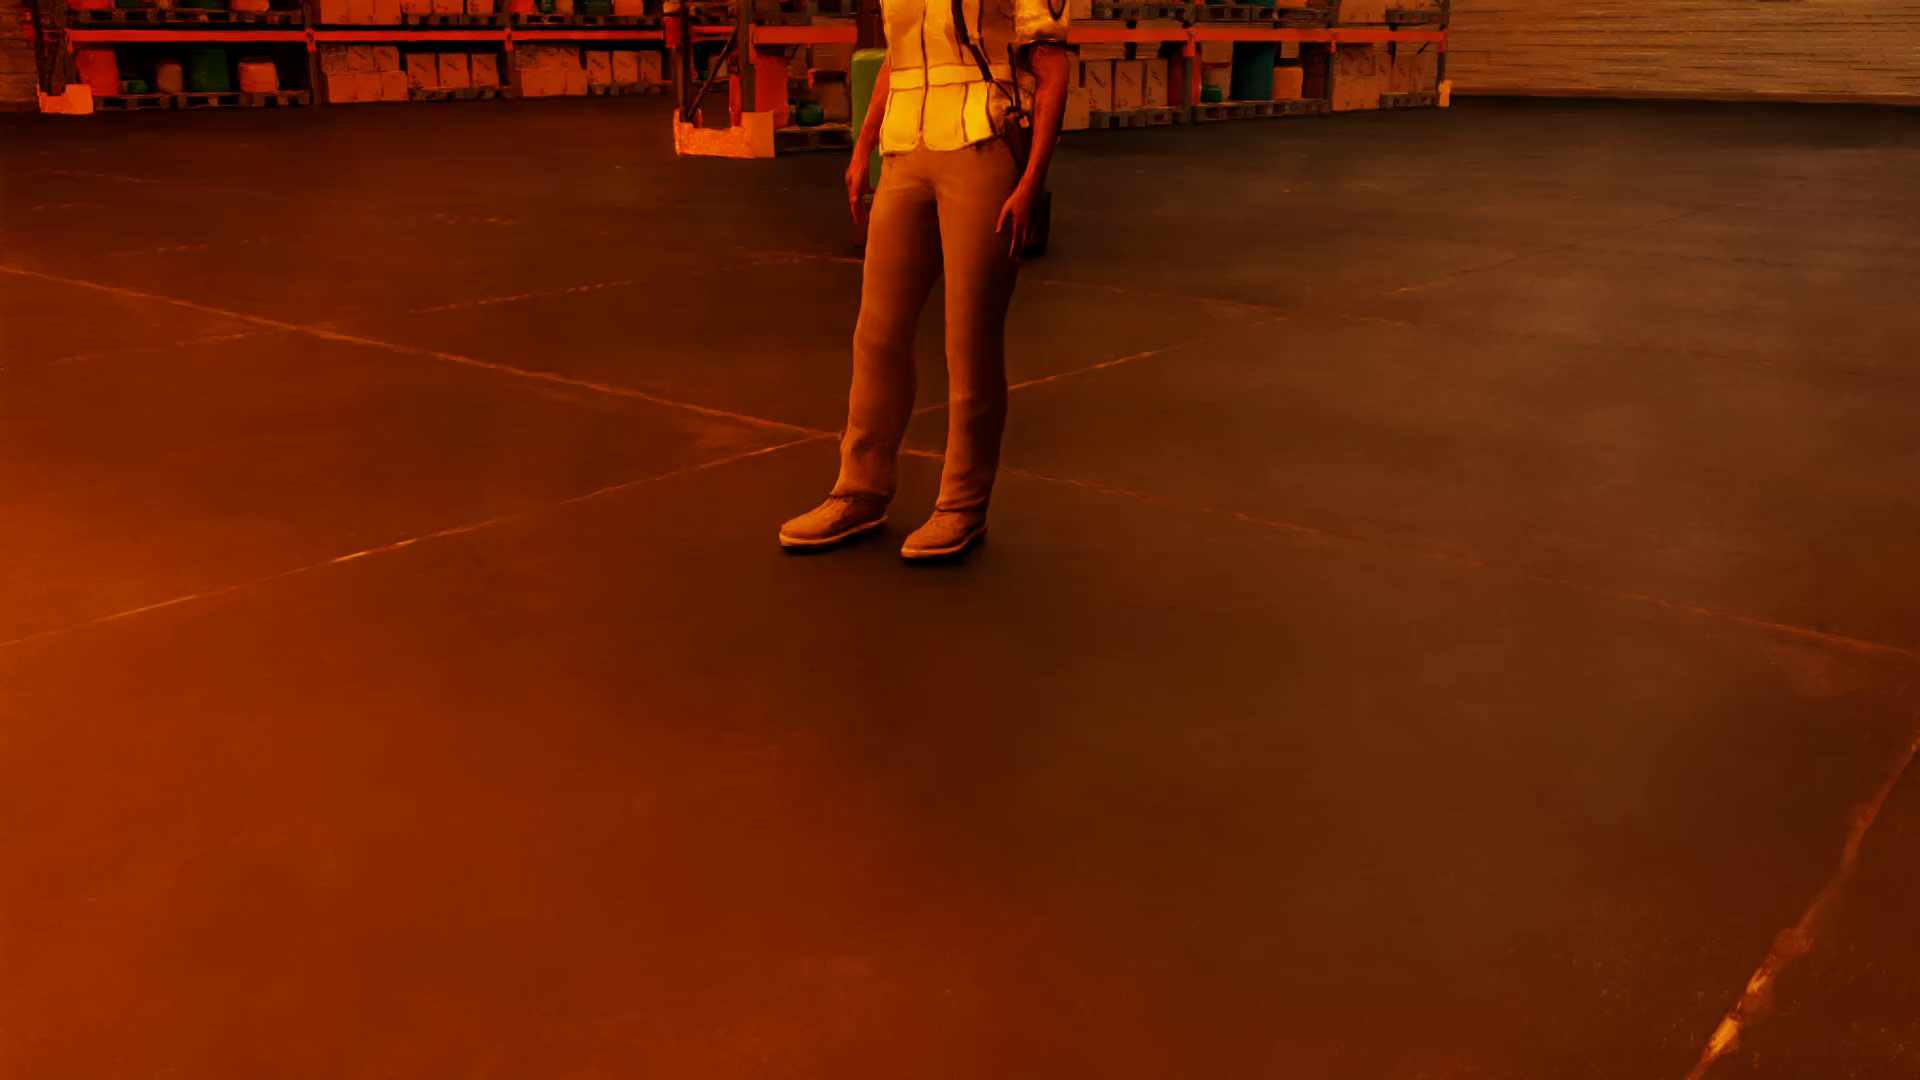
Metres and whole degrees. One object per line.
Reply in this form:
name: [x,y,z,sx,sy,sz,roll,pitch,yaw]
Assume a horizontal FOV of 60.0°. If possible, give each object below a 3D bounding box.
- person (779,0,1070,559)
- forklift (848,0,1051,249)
person: [-0.063,-0.805,3.650,0.570,1.695,0.529,13,21,37]
forklift: [-0.058,-3.347,9.921,1.130,2.935,3.031,0,17,0]
